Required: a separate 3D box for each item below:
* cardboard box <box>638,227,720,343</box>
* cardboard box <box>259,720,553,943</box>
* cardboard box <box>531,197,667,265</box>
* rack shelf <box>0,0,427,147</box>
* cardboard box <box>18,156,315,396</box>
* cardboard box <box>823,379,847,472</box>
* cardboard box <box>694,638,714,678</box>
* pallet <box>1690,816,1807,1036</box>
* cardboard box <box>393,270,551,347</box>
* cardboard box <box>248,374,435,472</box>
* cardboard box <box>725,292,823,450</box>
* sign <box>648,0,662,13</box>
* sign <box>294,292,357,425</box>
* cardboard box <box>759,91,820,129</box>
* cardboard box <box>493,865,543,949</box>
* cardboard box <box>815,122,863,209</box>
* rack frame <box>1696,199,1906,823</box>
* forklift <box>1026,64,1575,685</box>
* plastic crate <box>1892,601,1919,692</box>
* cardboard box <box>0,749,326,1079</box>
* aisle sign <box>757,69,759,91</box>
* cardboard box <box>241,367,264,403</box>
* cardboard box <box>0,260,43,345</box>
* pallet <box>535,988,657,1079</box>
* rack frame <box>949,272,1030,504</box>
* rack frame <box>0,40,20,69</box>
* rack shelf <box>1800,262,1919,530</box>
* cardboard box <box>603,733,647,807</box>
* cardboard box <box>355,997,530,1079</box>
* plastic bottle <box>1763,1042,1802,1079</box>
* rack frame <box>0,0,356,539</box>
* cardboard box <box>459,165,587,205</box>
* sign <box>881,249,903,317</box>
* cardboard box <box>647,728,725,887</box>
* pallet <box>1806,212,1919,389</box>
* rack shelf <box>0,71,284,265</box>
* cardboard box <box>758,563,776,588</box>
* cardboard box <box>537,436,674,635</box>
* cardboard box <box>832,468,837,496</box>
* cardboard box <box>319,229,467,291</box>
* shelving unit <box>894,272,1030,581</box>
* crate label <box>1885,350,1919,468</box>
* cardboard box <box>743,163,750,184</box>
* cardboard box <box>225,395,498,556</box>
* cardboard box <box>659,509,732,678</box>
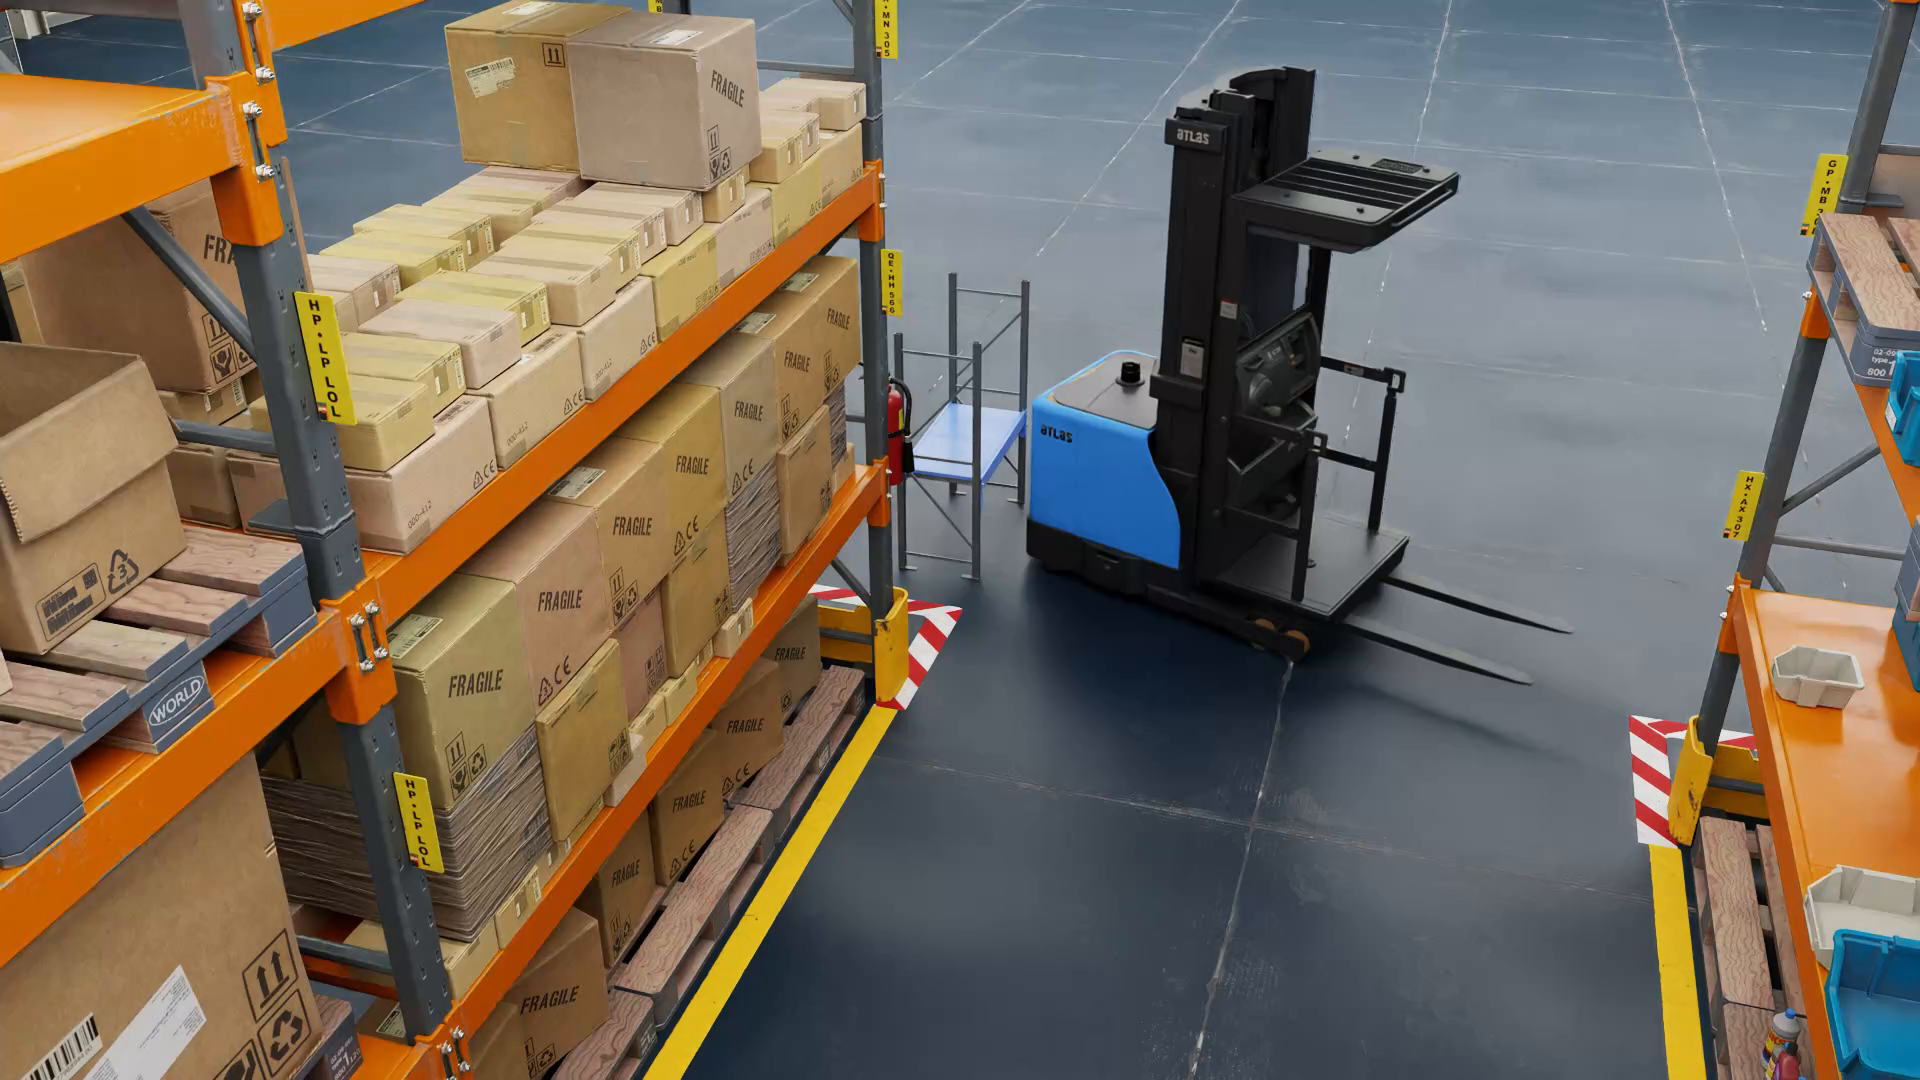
[{"bbox_3d":[-1.189,-0.932,5.909,0.500,0.250,0.500,8,30,14],"label":"cardboard box"},{"bbox_3d":[-1.828,0.834,5.257,0.875,0.500,0.500,8,30,15],"label":"cardboard box"},{"bbox_3d":[-1.239,-1.055,5.719,0.380,0.149,0.250,9,30,16],"label":"cardboard box"},{"bbox_3d":[-1.432,-2.027,5.381,1.077,0.370,4.000,8,30,15],"label":"rack shelf"},{"bbox_3d":[-2.131,-0.741,4.487,0.500,0.500,0.500,8,30,13],"label":"cardboard box"},{"bbox_3d":[-1.033,-0.573,7.786,0.875,0.500,0.500,8,30,15],"label":"cardboard box"},{"bbox_3d":[-1.211,0.439,6.634,0.380,0.149,0.250,8,30,15],"label":"cardboard box"},{"bbox_3d":[3.669,1.693,6.989,1.003,0.211,1.213,8,30,15],"label":"pallet"},{"bbox_3d":[-1.485,-0.696,5.074,0.380,0.149,0.250,9,30,16],"label":"cardboard box"},{"bbox_3d":[-1.629,-0.319,4.396,0.380,0.149,0.250,8,30,13],"label":"cardboard box"},{"bbox_3d":[-0.911,-0.738,7.053,0.500,0.500,0.500,8,30,15],"label":"cardboard box"},{"bbox_3d":[-1.364,-2.421,7.532,0.100,0.325,0.005,8,30,15],"label":"sign"},{"bbox_3d":[-1.487,-0.424,3.903,0.100,0.325,0.005,8,30,15],"label":"sign"},{"bbox_3d":[-0.817,-1.793,7.046,0.380,0.149,0.250,8,30,13],"label":"cardboard box"},{"bbox_3d":[-1.583,1.146,5.362,0.380,0.149,0.250,8,30,15],"label":"cardboard box"},{"bbox_3d":[-0.744,-1.636,7.174,0.500,0.250,0.500,9,30,16],"label":"cardboard box"},{"bbox_3d":[3.890,0.056,7.064,1.000,3.000,0.127,8,30,15],"label":"rack frame"},{"bbox_3d":[1.886,-0.914,8.878,3.031,2.935,1.130,20,35,31],"label":"forklift"},{"bbox_3d":[4.029,0.396,6.606,0.499,0.251,0.616,8,30,15],"label":"plastic crate"},{"bbox_3d":[-2.386,1.111,4.118,1.000,1.000,1.000,9,30,15],"label":"cardboard box"},{"bbox_3d":[-1.114,-1.859,7.832,0.394,0.787,0.004,8,30,15],"label":"aisle sign"},{"bbox_3d":[-2.034,-0.515,4.749,0.380,0.149,0.250,9,30,15],"label":"cardboard box"},{"bbox_3d":[-5.622,-1.292,9.333,0.875,0.550,0.550,8,30,15],"label":"cardboard box"},{"bbox_3d":[-1.856,2.109,6.241,1.003,0.211,1.213,8,30,15],"label":"pallet"},{"bbox_3d":[0.174,-0.931,10.381,0.500,1.500,0.032,8,30,15],"label":"rack frame"},{"bbox_3d":[-5.557,-1.406,9.692,1.000,3.000,0.127,8,30,15],"label":"rack frame"},{"bbox_3d":[3.303,-0.011,4.839,1.077,0.370,4.000,8,30,15],"label":"rack shelf"},{"bbox_3d":[-1.359,0.798,5.988,0.380,0.149,0.250,8,30,15],"label":"cardboard box"},{"bbox_3d":[-1.863,1.936,5.823,0.500,0.500,0.500,8,30,13],"label":"cardboard box"},{"bbox_3d":[3.029,1.933,6.116,0.097,0.201,0.097,0,29,0],"label":"plastic bottle"},{"bbox_3d":[-2.019,-1.414,3.535,1.000,3.000,0.127,8,30,15],"label":"rack frame"},{"bbox_3d":[-1.590,-1.253,6.076,0.380,0.149,0.250,8,30,14],"label":"cardboard box"},{"bbox_3d":[-0.320,-1.207,7.817,0.100,0.325,0.005,8,30,15],"label":"sign"},{"bbox_3d":[-1.389,1.116,7.297,0.500,0.500,0.500,11,31,20],"label":"cardboard box"},{"bbox_3d":[3.553,-0.802,5.715,1.003,0.211,1.213,8,30,15],"label":"pallet"},{"bbox_3d":[-2.606,0.005,2.136,1.077,0.370,4.000,8,30,15],"label":"rack shelf"},{"bbox_3d":[-1.031,0.084,7.271,0.380,0.149,0.250,8,30,15],"label":"cardboard box"},{"bbox_3d":[-1.351,-0.041,5.800,0.500,0.500,0.500,8,30,15],"label":"cardboard box"},{"bbox_3d":[-0.805,-0.263,7.896,0.380,0.149,0.250,8,30,15],"label":"cardboard box"},{"bbox_3d":[-1.841,-0.885,5.415,0.380,0.149,0.250,10,31,17],"label":"cardboard box"},{"bbox_3d":[0.025,-0.695,9.957,0.538,1.500,1.048,8,30,15],"label":"shelving unit"},{"bbox_3d":[3.025,-0.367,4.892,0.502,0.251,0.408,8,30,15],"label":"crate label"},{"bbox_3d":[-1.035,-1.433,6.399,0.380,0.149,0.250,9,30,15],"label":"cardboard box"},{"bbox_3d":[-1.642,-0.210,4.611,0.500,0.250,0.500,7,30,13],"label":"cardboard box"},{"bbox_3d":[-1.411,0.133,6.516,0.875,0.500,0.500,8,30,15],"label":"cardboard box"}]
